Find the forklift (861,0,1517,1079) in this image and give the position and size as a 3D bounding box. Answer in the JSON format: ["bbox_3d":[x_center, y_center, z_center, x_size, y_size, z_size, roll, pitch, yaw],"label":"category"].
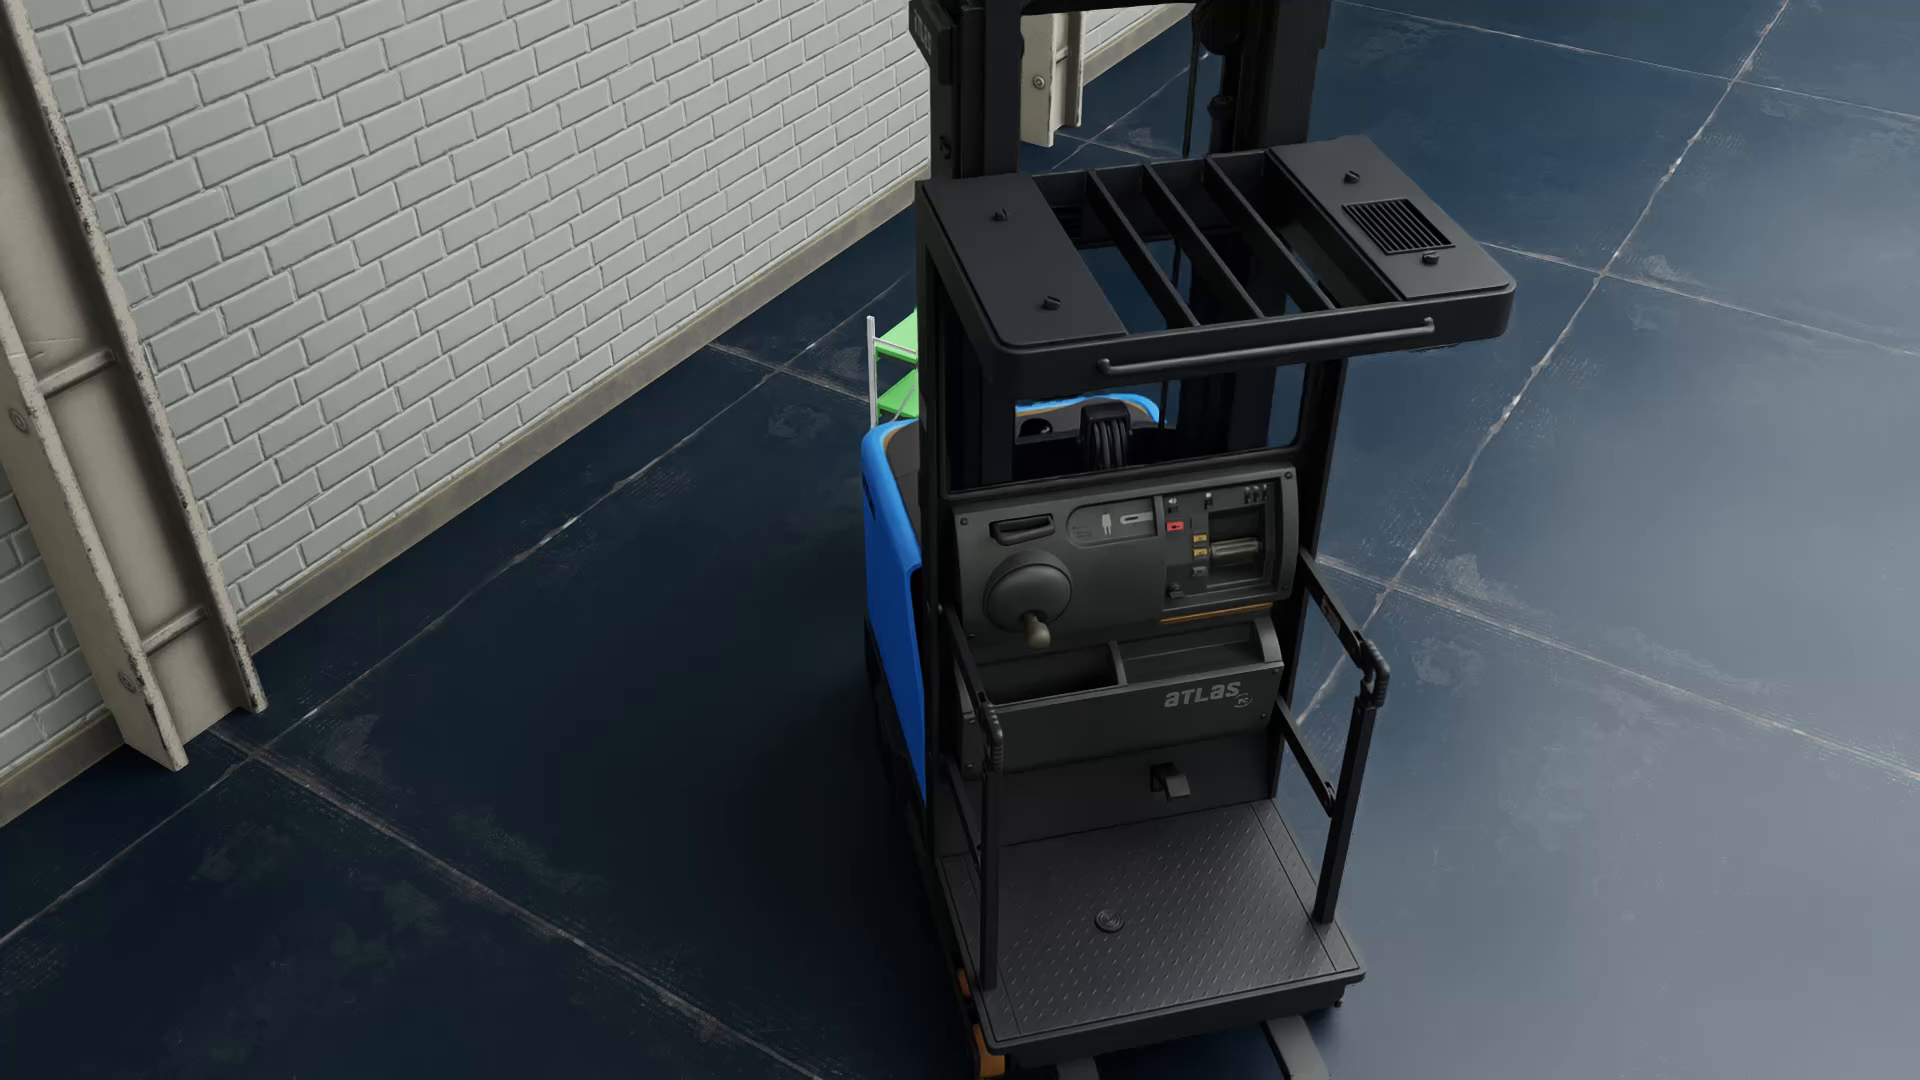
[{"bbox_3d":[0.496,0.115,4.201,1.130,2.935,3.031,-8,38,-11],"label":"forklift"}]

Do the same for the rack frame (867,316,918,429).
[{"bbox_3d":[-0.219,-0.264,6.110,0.240,1.200,0.015,21,42,25],"label":"rack frame"}]

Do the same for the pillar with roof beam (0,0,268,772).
[{"bbox_3d":[0.915,-1.510,1.338,9.100,9.000,0.400,21,42,25],"label":"pillar with roof beam"}]

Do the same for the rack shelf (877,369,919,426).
[{"bbox_3d":[-0.089,-0.529,6.165,0.258,0.148,0.480,21,42,25],"label":"rack shelf"}]

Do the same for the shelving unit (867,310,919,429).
[{"bbox_3d":[-0.089,-0.390,6.273,0.258,1.200,0.503,21,42,25],"label":"shelving unit"}]

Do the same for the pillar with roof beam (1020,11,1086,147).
[{"bbox_3d":[4.130,-4.603,5.351,9.100,9.000,0.400,21,42,25],"label":"pillar with roof beam"}]

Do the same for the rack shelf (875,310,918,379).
[{"bbox_3d":[-0.089,-0.719,6.019,0.258,0.148,0.480,21,42,25],"label":"rack shelf"}]
